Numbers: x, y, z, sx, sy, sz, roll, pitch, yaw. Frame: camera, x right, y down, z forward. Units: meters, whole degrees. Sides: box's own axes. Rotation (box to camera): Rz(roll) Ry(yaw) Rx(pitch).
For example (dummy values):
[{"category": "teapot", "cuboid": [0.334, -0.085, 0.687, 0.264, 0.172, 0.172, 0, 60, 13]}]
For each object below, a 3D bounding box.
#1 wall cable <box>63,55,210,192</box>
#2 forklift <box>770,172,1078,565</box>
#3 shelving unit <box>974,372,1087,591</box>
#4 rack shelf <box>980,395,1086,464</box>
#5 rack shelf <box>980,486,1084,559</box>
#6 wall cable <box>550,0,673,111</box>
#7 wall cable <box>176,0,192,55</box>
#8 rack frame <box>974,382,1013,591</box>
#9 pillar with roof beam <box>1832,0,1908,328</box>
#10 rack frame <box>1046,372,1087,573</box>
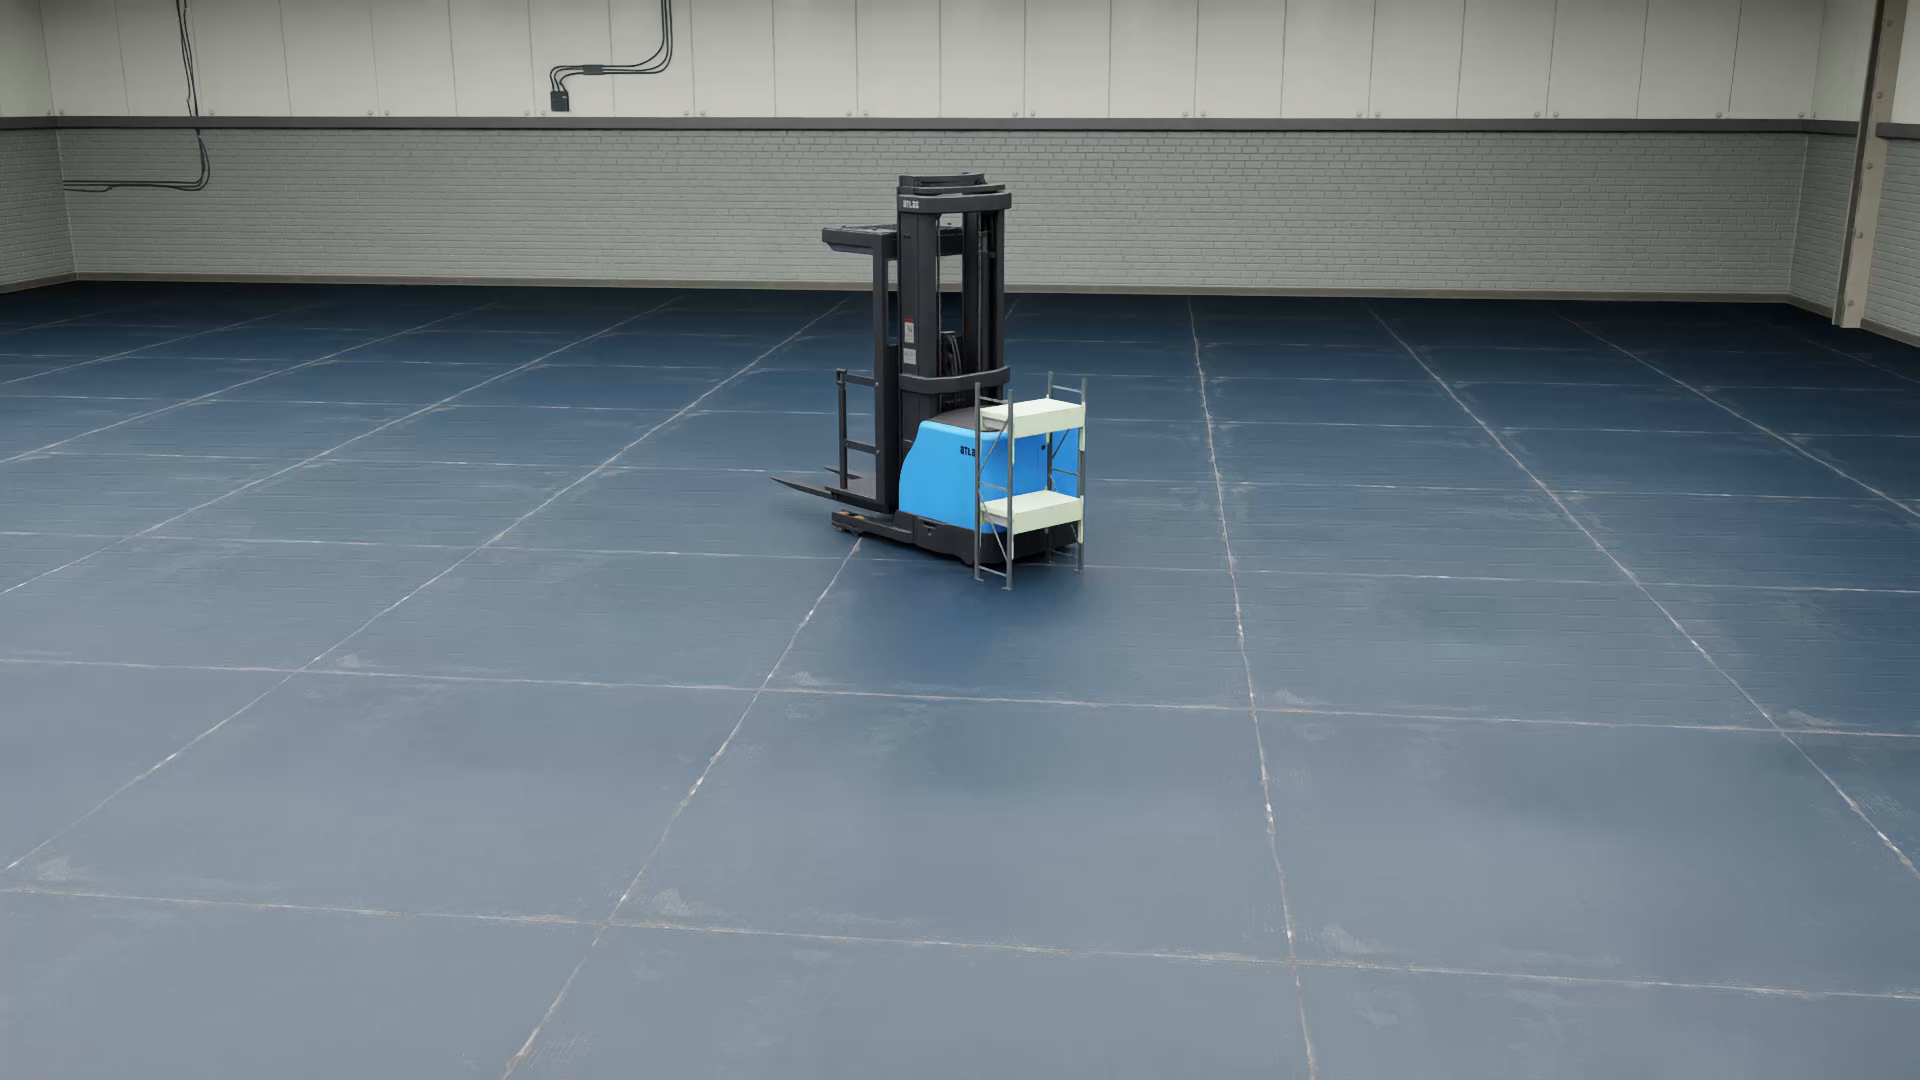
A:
[{"category": "wall cable", "cuboid": [-15.749, -7.854, 31.416, 3.097, 2.526, 0.112, 2, 15, 6]}, {"category": "forklift", "cuboid": [-0.425, -1.534, 13.720, 1.130, 2.935, 3.031, -14, 20, -41]}, {"category": "shelving unit", "cuboid": [0.527, -0.451, 12.458, 0.755, 1.500, 0.431, -12, 19, -38]}, {"category": "rack shelf", "cuboid": [0.527, -0.828, 12.357, 0.720, 0.370, 0.431, -12, 19, -38]}, {"category": "rack shelf", "cuboid": [0.527, -0.137, 12.544, 0.720, 0.370, 0.431, -12, 19, -38]}, {"category": "wall cable", "cuboid": [-6.318, -10.711, 29.518, 2.305, 6.003, 0.169, 2, 15, 6]}, {"category": "wall cable", "cuboid": [-13.061, -10.212, 30.463, 3.097, 2.526, 0.112, 2, 15, 6]}, {"category": "rack frame", "cuboid": [0.246, -0.390, 12.231, 0.023, 1.500, 0.400, -12, 19, -38]}, {"category": "pillar with roof beam", "cuboid": [9.626, -7.827, 25.367, 9.100, 9.000, 0.400, 2, 15, 6]}, {"category": "rack frame", "cuboid": [0.807, -0.513, 12.686, 0.023, 1.500, 0.400, -12, 19, -38]}]
